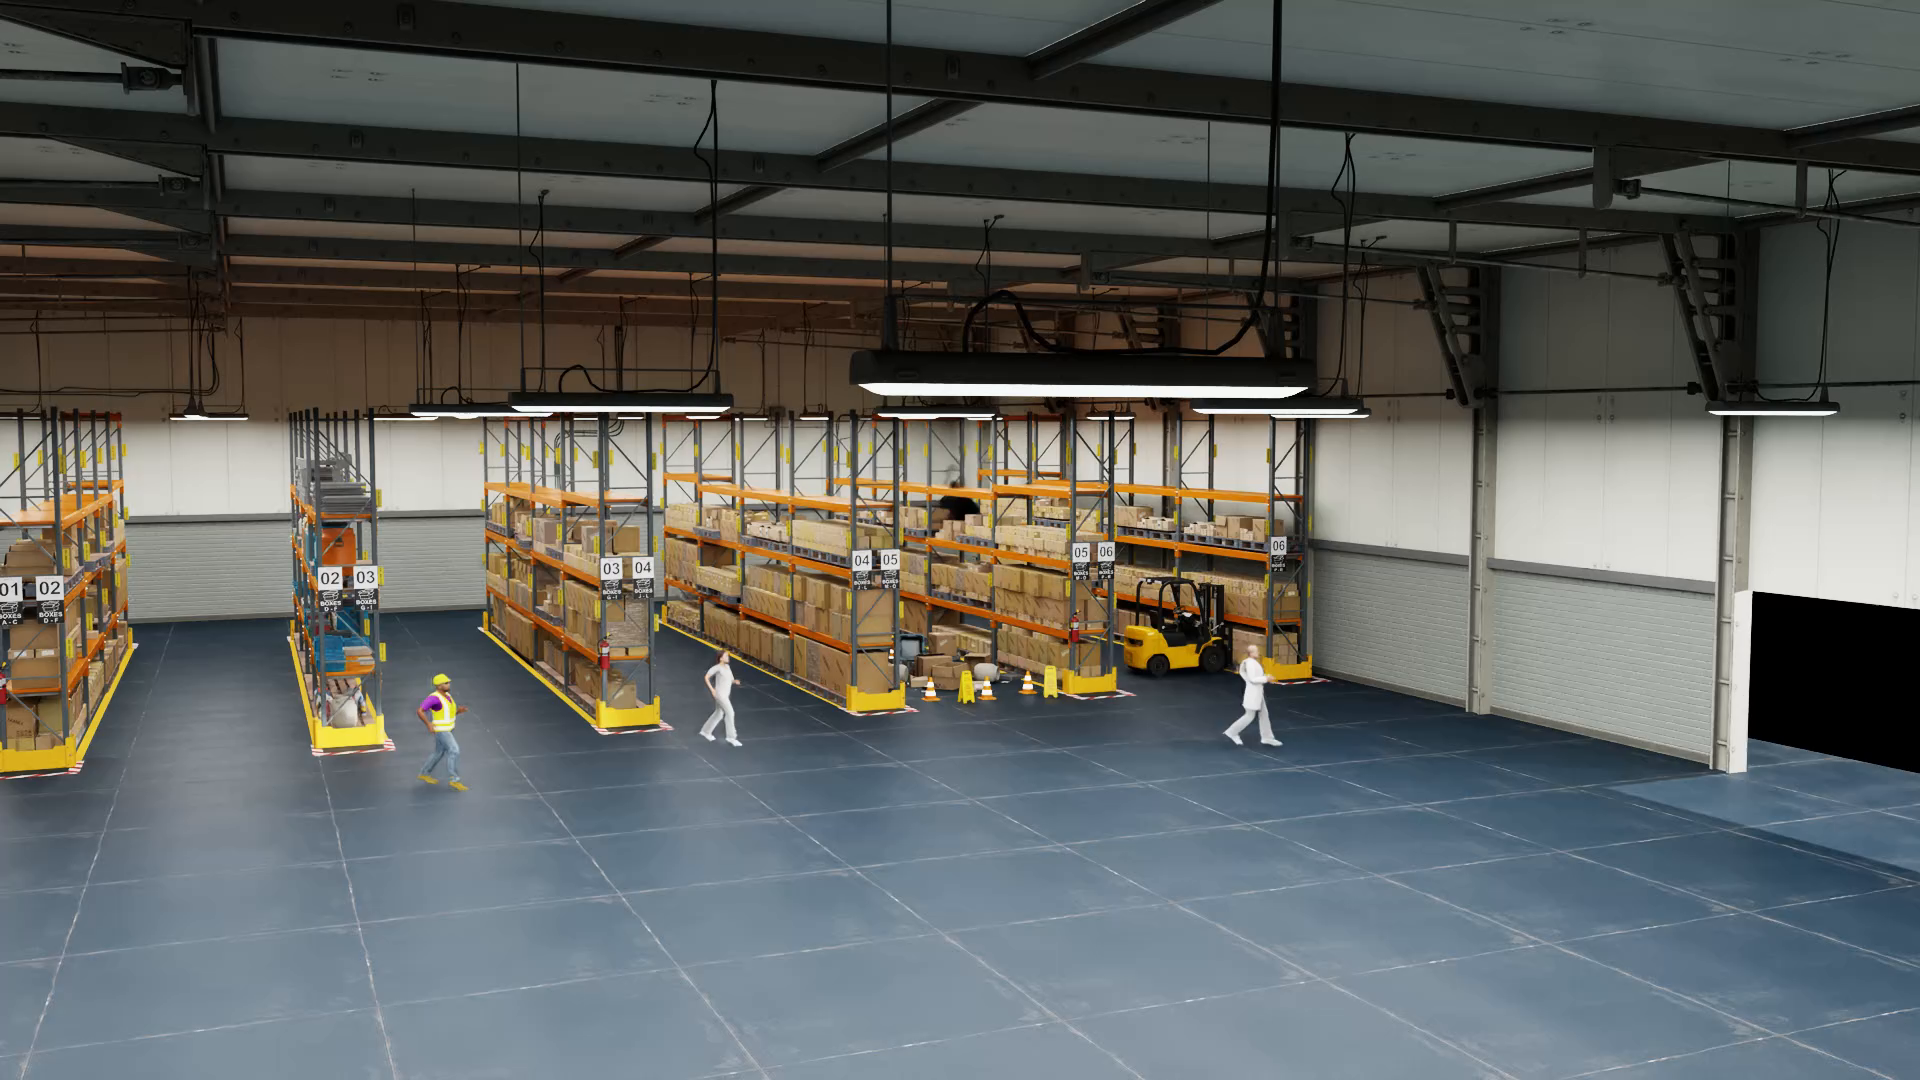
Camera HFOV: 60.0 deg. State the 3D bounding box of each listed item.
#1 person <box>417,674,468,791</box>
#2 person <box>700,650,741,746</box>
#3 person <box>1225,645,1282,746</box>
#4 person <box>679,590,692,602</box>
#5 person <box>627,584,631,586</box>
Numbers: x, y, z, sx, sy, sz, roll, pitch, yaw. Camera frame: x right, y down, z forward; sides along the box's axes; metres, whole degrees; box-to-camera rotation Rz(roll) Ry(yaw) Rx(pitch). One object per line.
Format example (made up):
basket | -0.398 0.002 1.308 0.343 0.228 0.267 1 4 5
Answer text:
person | -8.098 3.008 26.012 0.820 1.821 0.677 0 4 0
person | -4.274 2.804 29.712 0.839 1.703 0.559 1 4 14
person | 5.185 2.740 29.338 1.001 1.770 0.710 1 4 15
person | -8.087 1.399 49.373 0.695 1.802 0.681 -2 4 -23
person | -9.721 1.586 47.689 0.617 1.607 0.604 1 4 19
